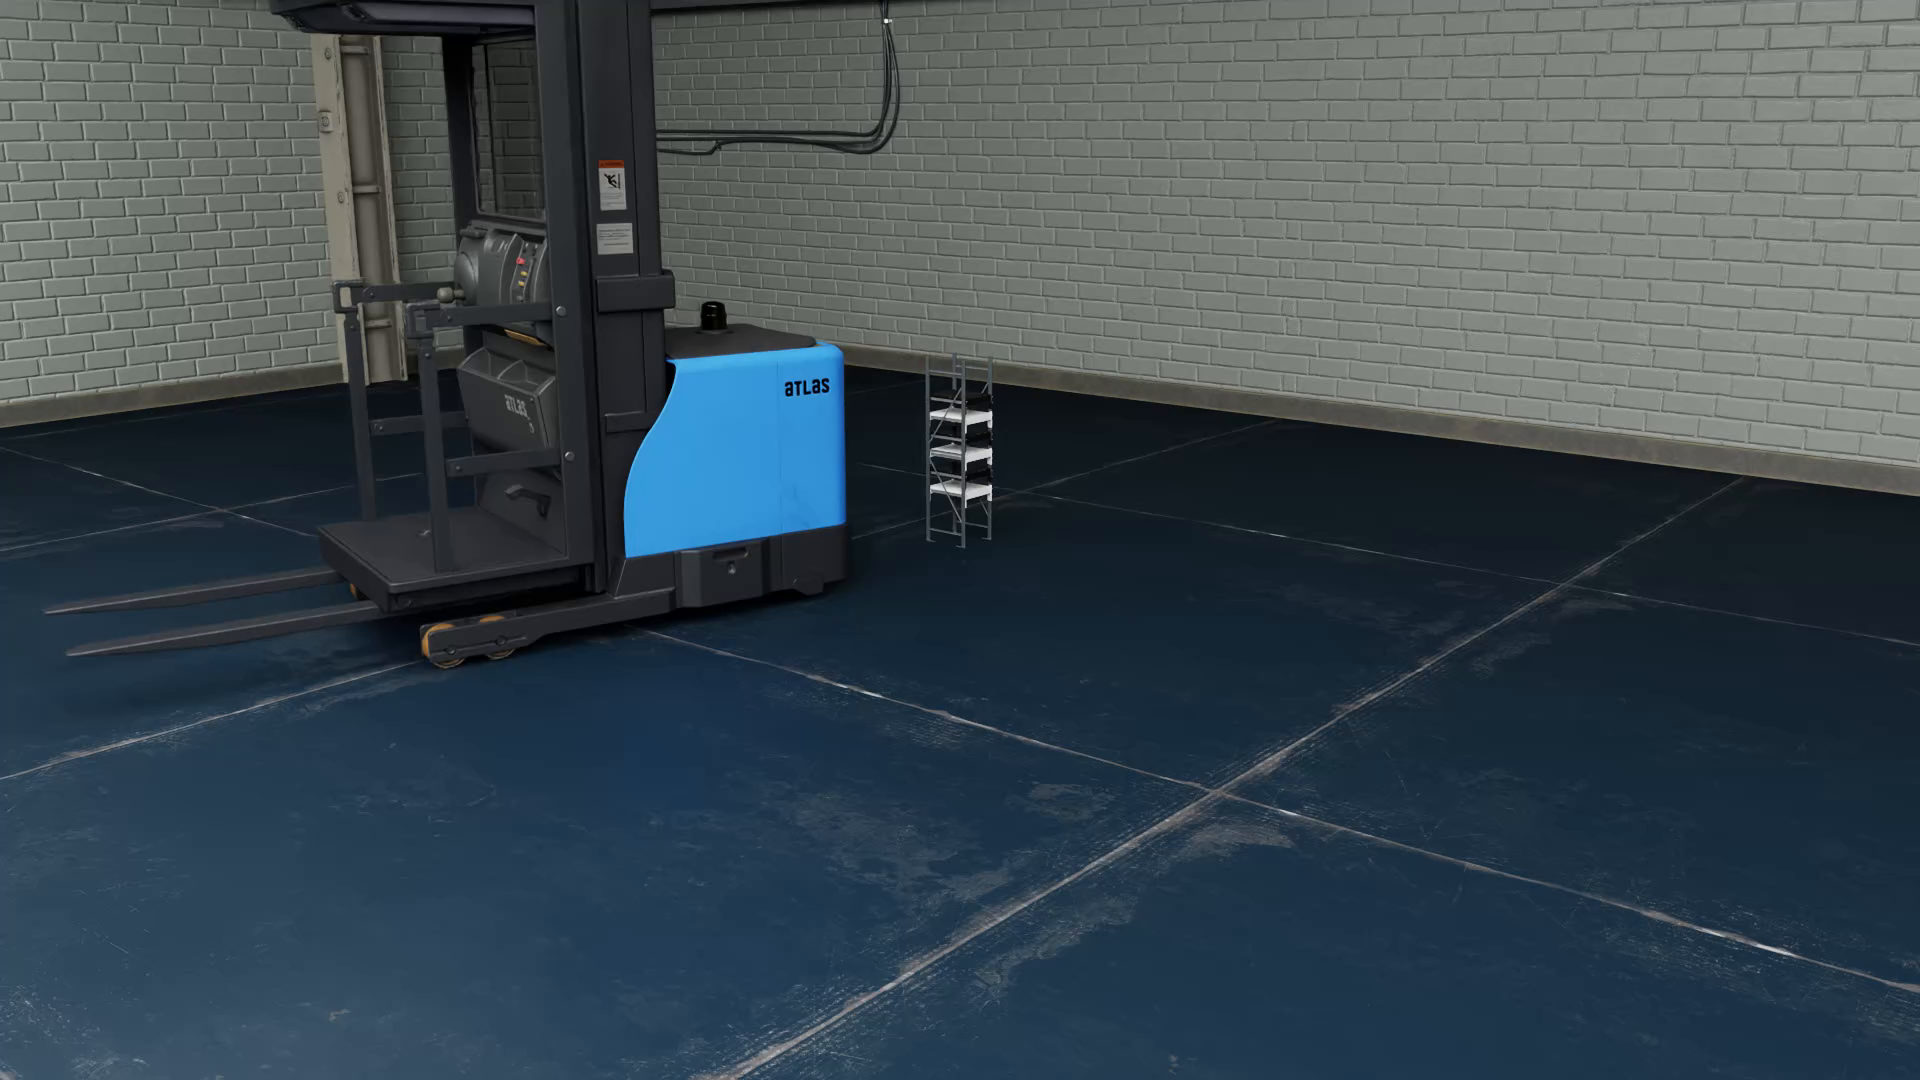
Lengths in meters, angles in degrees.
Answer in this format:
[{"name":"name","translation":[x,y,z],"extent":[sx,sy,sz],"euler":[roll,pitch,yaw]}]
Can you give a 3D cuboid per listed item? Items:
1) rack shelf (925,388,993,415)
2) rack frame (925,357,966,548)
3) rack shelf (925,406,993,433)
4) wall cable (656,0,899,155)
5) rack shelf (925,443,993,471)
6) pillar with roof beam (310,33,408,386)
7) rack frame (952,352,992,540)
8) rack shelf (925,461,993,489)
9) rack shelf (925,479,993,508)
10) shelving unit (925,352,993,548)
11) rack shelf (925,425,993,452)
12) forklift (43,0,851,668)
[{"name":"rack shelf","translation":[-0.005,-0.664,7.948],"extent":[0.258,0.077,0.200],"euler":[11,18,38]},{"name":"rack frame","translation":[-0.069,-0.415,7.929],"extent":[0.240,0.900,0.006],"euler":[11,18,38]},{"name":"rack shelf","translation":[-0.005,-0.577,7.970],"extent":[0.258,0.077,0.200],"euler":[11,18,38]},{"name":"wall cable","translation":[-1.700,-4.461,13.714],"extent":[3.097,2.526,0.112],"euler":[11,18,38]},{"name":"rack shelf","translation":[-0.005,-0.402,8.014],"extent":[0.258,0.077,0.200],"euler":[11,18,38]},{"name":"pillar with roof beam","translation":[-1.231,-4.940,9.294],"extent":[9.100,9.000,0.400],"euler":[11,18,38]},{"name":"rack frame","translation":[0.059,-0.454,8.083],"extent":[0.240,0.900,0.006],"euler":[11,18,38]},{"name":"rack shelf","translation":[-0.005,-0.315,8.036],"extent":[0.258,0.077,0.200],"euler":[11,18,38]},{"name":"rack shelf","translation":[-0.005,-0.228,8.059],"extent":[0.258,0.077,0.200],"euler":[11,18,38]},{"name":"shelving unit","translation":[-0.005,-0.435,8.006],"extent":[0.258,0.900,0.210],"euler":[11,18,38]},{"name":"rack shelf","translation":[-0.005,-0.490,7.992],"extent":[0.258,0.077,0.200],"euler":[11,18,38]},{"name":"forklift","translation":[-1.979,-1.088,6.452],"extent":[3.031,2.935,1.130],"euler":[-10,17,-33]}]
